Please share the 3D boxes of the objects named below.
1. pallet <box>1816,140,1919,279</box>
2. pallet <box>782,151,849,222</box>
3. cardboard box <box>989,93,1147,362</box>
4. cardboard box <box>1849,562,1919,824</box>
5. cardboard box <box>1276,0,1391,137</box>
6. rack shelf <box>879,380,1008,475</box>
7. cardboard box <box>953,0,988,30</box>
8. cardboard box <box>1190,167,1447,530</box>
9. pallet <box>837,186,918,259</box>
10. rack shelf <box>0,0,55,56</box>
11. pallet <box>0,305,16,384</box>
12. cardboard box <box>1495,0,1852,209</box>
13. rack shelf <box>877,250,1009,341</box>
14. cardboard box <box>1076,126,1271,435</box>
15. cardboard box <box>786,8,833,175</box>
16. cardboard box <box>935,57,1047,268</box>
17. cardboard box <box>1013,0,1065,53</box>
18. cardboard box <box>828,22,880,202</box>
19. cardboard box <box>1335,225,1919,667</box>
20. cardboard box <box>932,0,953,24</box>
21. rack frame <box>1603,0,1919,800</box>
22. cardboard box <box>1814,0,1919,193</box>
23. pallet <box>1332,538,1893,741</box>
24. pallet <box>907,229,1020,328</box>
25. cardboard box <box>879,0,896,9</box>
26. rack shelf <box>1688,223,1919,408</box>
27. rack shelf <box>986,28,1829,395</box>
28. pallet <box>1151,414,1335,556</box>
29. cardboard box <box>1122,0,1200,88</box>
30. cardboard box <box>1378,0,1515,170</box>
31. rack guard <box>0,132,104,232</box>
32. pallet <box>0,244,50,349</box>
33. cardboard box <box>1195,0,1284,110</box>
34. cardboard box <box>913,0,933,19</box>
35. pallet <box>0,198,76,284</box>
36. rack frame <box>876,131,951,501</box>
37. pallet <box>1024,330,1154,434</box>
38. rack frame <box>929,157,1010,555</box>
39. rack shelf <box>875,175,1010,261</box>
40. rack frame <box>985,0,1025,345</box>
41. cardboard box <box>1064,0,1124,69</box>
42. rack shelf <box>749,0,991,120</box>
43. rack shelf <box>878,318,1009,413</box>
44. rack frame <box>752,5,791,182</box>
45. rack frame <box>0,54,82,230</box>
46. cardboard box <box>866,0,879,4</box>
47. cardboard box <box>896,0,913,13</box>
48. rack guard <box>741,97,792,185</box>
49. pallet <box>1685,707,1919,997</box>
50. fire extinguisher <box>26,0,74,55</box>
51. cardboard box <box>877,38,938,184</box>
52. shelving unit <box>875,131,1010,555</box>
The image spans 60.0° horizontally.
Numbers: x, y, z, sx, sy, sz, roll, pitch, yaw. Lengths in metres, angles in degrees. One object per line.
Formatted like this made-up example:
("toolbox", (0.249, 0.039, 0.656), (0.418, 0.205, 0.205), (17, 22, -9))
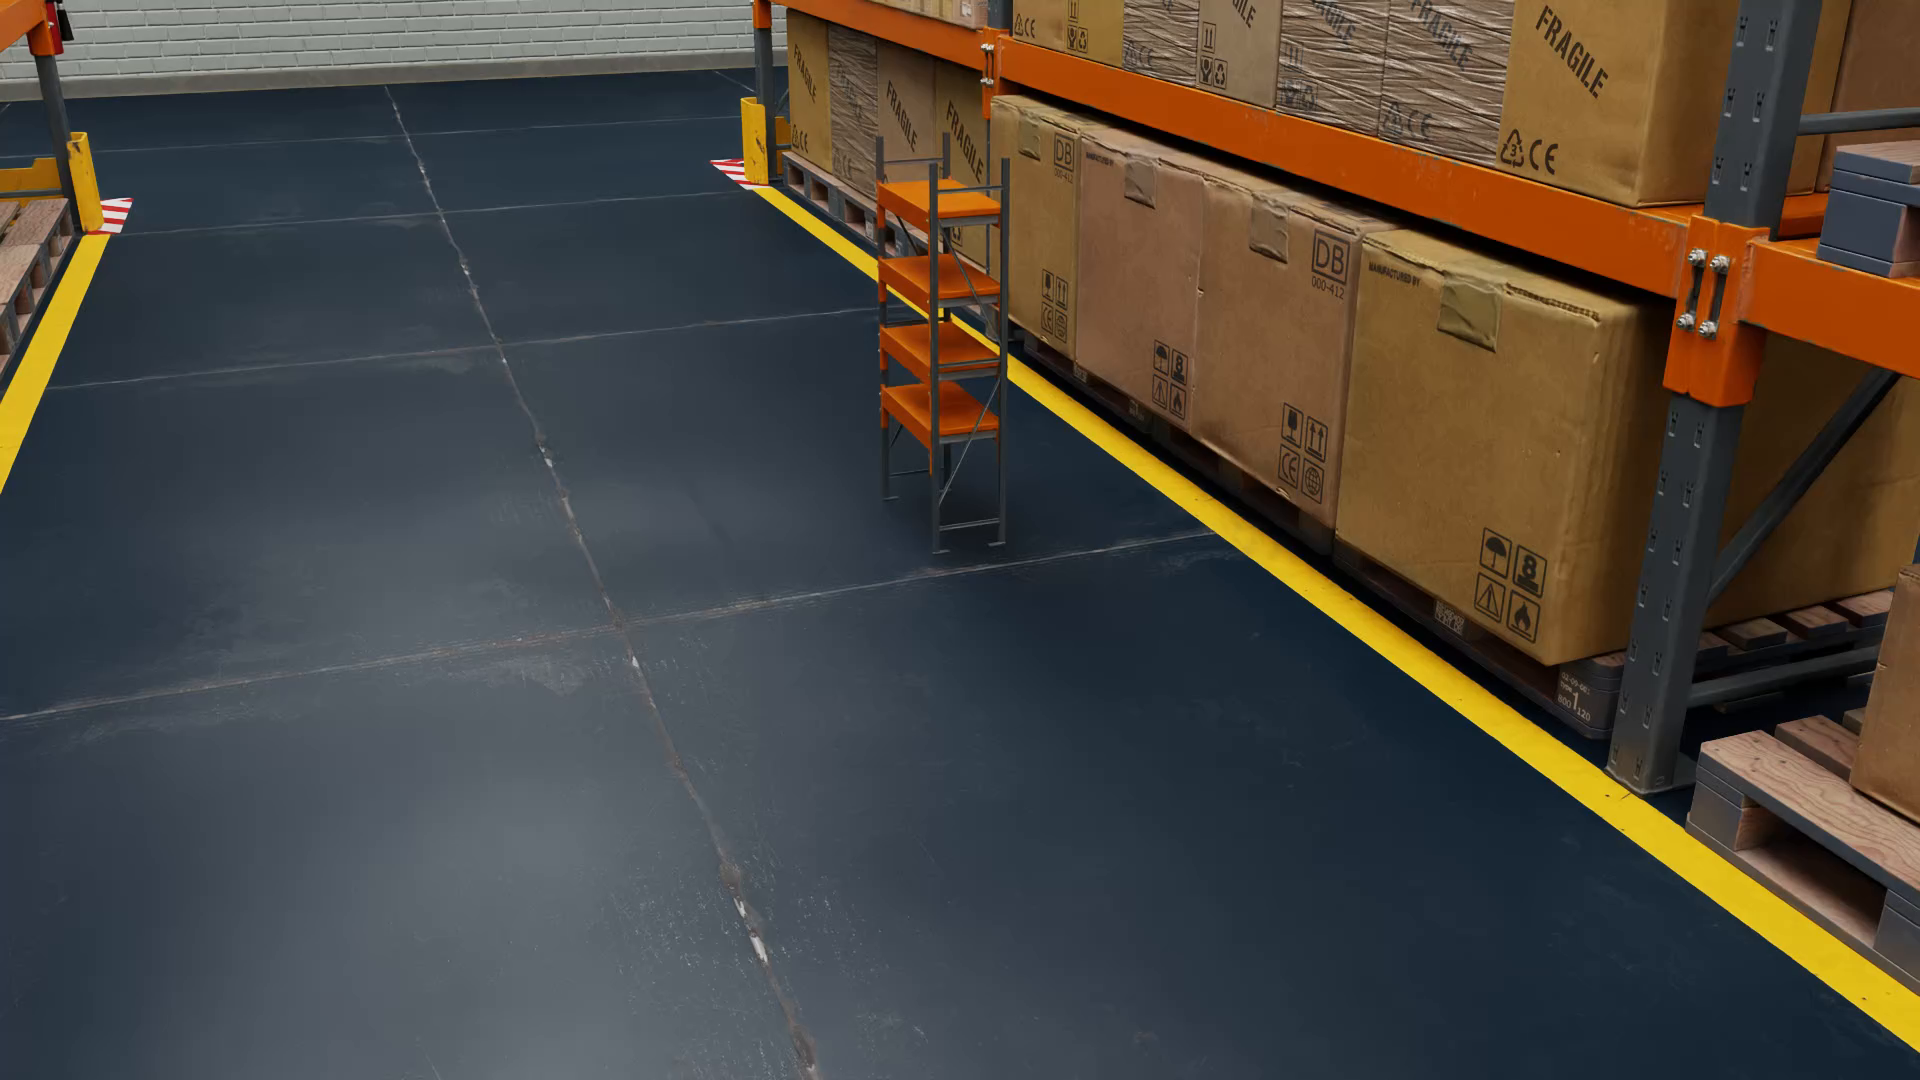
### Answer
("pallet", (2.366, -0.543, 2.922), (1.213, 0.211, 1.003), (-8, 24, -19))
("pallet", (-0.456, -2.217, 10.239), (1.003, 0.211, 1.213), (-8, 24, -19))
("cardboard box", (0.846, -1.313, 6.699), (1.225, 0.875, 0.875), (-8, 24, -19))
("cardboard box", (2.270, 0.315, 3.294), (0.700, 0.500, 0.500), (-10, 25, -22))
("cardboard box", (1.251, -1.437, 4.668), (0.500, 0.500, 0.500), (-9, 25, -21))
("rack shelf", (-0.058, -0.368, 5.263), (0.258, 0.148, 0.480), (-8, 24, -19))
("cardboard box", (0.187, -2.279, 7.118), (0.380, 0.149, 0.250), (-8, 24, -19))
("cardboard box", (1.482, -0.668, 5.168), (1.225, 0.875, 0.875), (-8, 24, -19))
("pallet", (-0.029, -1.775, 9.189), (1.003, 0.211, 1.213), (-8, 24, -19))
("rack shelf", (-4.739, -2.044, 7.164), (1.077, 0.370, 4.000), (-8, 24, -19))
("pallet", (-4.329, -0.626, 6.463), (1.003, 0.211, 1.213), (-8, 24, -19))
("cardboard box", (1.608, -1.067, 3.790), (0.500, 0.500, 0.500), (-8, 24, -17))
("rack shelf", (-0.058, -0.757, 5.099), (0.258, 0.148, 0.480), (-8, 24, -19))
("cardboard box", (1.162, -0.989, 5.929), (1.225, 0.875, 0.875), (-9, 25, -21))
("cardboard box", (-0.511, -2.775, 10.167), (0.875, 0.875, 0.875), (-8, 24, -19))
("cardboard box", (0.443, -1.794, 7.839), (0.875, 0.875, 0.875), (-8, 24, -19))
("cardboard box", (0.530, -2.173, 6.416), (0.500, 0.500, 0.500), (-8, 24, -19))
("cardboard box", (-0.190, -2.444, 9.382), (0.875, 0.875, 0.875), (-8, 24, -19))
("cardboard box", (1.790, -0.343, 4.397), (1.225, 0.875, 0.875), (-10, 25, -21))
("cardboard box", (0.096, -2.372, 7.340), (0.380, 0.149, 0.250), (-8, 24, -18))
("rack frame", (2.014, -0.875, 3.465), (1.000, 3.000, 0.127), (-8, 24, -19))
("cardboard box", (2.097, -1.135, 3.953), (0.500, 0.500, 0.500), (-8, 24, -17))
("pallet", (1.806, 0.113, 4.710), (1.003, 0.211, 1.213), (-8, 24, -19))
("pallet", (0.406, -1.331, 8.135), (1.003, 0.211, 1.213), (-8, 24, -19))
("cardboard box", (-0.177, -2.653, 8.005), (0.380, 0.149, 0.250), (-8, 24, -18))
("rack shelf", (2.721, 0.183, 1.880), (1.077, 0.370, 4.000), (-8, 24, -19))
("rack shelf", (1.308, -1.270, 5.328), (1.077, 0.370, 4.000), (-8, 24, -19))
("pallet", (1.379, -0.330, 5.760), (1.003, 0.211, 1.213), (-8, 24, -19))
("cardboard box", (0.885, -1.809, 5.551), (0.500, 0.500, 0.500), (-9, 24, -20))
("cardboard box", (1.437, -1.249, 4.222), (0.500, 0.500, 0.500), (-9, 24, -19))
("rack guard", (-5.466, -1.958, 9.251), (1.175, 0.500, 0.348), (-8, 24, -19))
("pallet", (-4.763, -1.070, 7.517), (1.003, 0.211, 1.213), (-8, 24, -19))
("cardboard box", (1.072, -1.622, 5.107), (0.500, 0.500, 0.500), (-8, 24, -18))
("cardboard box", (0.005, -2.466, 7.561), (0.380, 0.149, 0.250), (-9, 24, -20))
("pallet", (-5.191, -1.513, 8.567), (1.003, 0.211, 1.213), (-8, 24, -19))
("rack frame", (-0.145, -0.702, 5.370), (0.240, 1.200, 0.015), (-8, 24, -19))
("pallet", (0.944, -0.774, 6.814), (1.003, 0.211, 1.213), (-8, 24, -19))
("rack frame", (0.028, -0.524, 4.949), (0.240, 1.200, 0.015), (-8, 24, -19))
("rack shelf", (-0.058, -0.975, 5.007), (0.258, 0.148, 0.480), (-8, 24, -19))
("rack frame", (0.601, -2.329, 6.913), (1.000, 3.000, 0.127), (-8, 24, -19))
("cardboard box", (0.708, -1.991, 5.982), (0.500, 0.500, 0.500), (-8, 24, -19))
("rack shelf", (-0.105, -2.724, 8.777), (1.077, 0.370, 4.000), (-8, 24, -19))
("rack shelf", (-0.058, -0.551, 5.186), (0.258, 0.148, 0.480), (-8, 24, -19))
("rack frame", (-0.812, -3.782, 10.361), (1.000, 3.000, 0.127), (-8, 24, -19))
("rack frame", (-5.446, -3.102, 8.749), (1.000, 3.000, 0.127), (-8, 24, -19))
("cardboard box", (-0.267, -2.746, 8.226), (0.380, 0.149, 0.250), (-9, 24, -20))
("cardboard box", (-0.086, -2.559, 7.783), (0.380, 0.149, 0.250), (-8, 24, -18))
("rack guard", (-0.820, -2.639, 10.867), (1.175, 0.500, 0.348), (-8, 24, -19))
("pallet", (2.289, 0.694, 3.332), (1.003, 0.211, 1.213), (-8, 24, -19))
("fire extinguisher", (-5.074, -3.012, 9.114), (0.296, 0.674, 0.183), (-8, 24, -19))
("cardboard box", (0.125, -2.121, 8.615), (0.875, 0.875, 0.875), (-8, 24, -19))
("shelving unit", (-0.058, -0.613, 5.160), (0.258, 1.200, 0.503), (-8, 24, -19))
